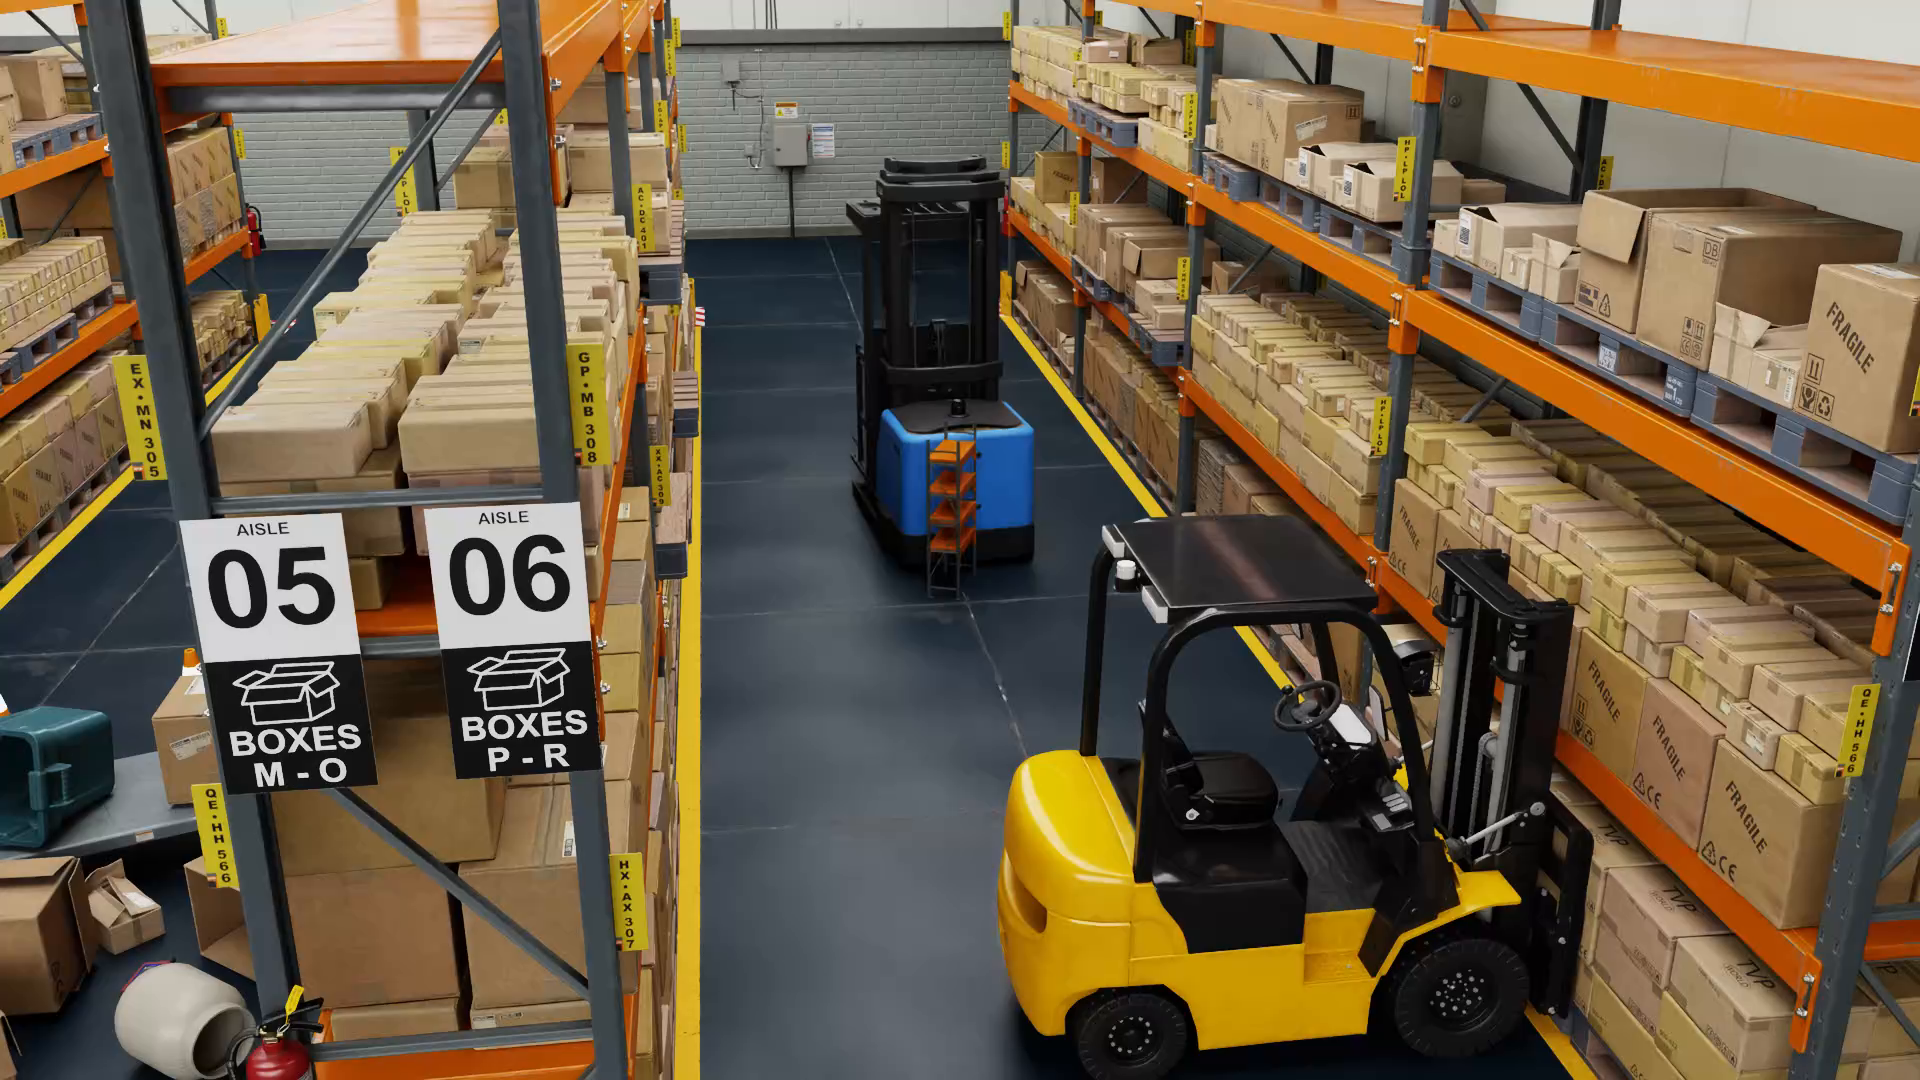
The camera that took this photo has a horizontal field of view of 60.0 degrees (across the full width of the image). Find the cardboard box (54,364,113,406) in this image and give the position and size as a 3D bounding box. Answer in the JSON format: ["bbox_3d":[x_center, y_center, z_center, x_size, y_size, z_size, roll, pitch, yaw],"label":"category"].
[{"bbox_3d":[-7.702,-1.331,14.394,0.500,0.250,0.500,-2,21,-5],"label":"cardboard box"}]

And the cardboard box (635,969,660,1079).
[{"bbox_3d":[-1.353,1.931,6.018,0.500,0.500,0.500,-4,21,-10],"label":"cardboard box"}]

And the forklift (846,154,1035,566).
[{"bbox_3d":[-0.290,-1.662,13.476,1.130,2.935,3.031,-5,21,-13],"label":"forklift"}]

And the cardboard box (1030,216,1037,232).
[{"bbox_3d":[1.011,-3.605,18.941,0.380,0.149,0.250,-4,21,-9],"label":"cardboard box"}]

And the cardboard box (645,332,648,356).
[{"bbox_3d":[-2.060,-1.131,9.863,0.380,0.149,0.250,-2,21,-5],"label":"cardboard box"}]

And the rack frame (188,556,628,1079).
[{"bbox_3d":[-1.507,1.492,4.934,1.000,3.000,0.127,-3,21,-8],"label":"rack frame"}]

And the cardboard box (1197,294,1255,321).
[{"bbox_3d":[2.006,-1.755,12.558,0.380,0.149,0.250,-2,21,-6],"label":"cardboard box"}]

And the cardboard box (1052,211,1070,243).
[{"bbox_3d":[1.273,-3.320,17.608,0.500,0.250,0.500,-3,21,-8],"label":"cardboard box"}]

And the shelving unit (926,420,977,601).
[{"bbox_3d":[-0.058,-0.217,12.083,0.258,1.200,0.503,5,21,13],"label":"shelving unit"}]

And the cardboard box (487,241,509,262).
[{"bbox_3d":[-2.291,-1.201,7.647,0.500,0.250,0.500,-3,21,-9],"label":"cardboard box"}]

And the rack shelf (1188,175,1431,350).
[{"bbox_3d":[2.540,-1.905,10.771,1.077,0.370,4.000,-3,21,-8],"label":"rack shelf"}]

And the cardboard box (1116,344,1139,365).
[{"bbox_3d":[1.680,-1.743,15.642,0.380,0.149,0.250,-3,21,-8],"label":"cardboard box"}]

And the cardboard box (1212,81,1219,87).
[{"bbox_3d":[2.230,-3.768,13.949,0.380,0.149,0.250,-3,21,-8],"label":"cardboard box"}]

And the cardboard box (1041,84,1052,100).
[{"bbox_3d":[1.080,-4.843,17.968,0.380,0.149,0.250,-2,21,-7],"label":"cardboard box"}]

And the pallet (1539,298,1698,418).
[{"bbox_3d":[3.149,-0.793,6.891,1.003,0.211,1.213,-3,21,-8],"label":"pallet"}]

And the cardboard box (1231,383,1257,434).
[{"bbox_3d":[2.222,-0.941,11.662,0.500,0.250,0.500,-4,21,-10],"label":"cardboard box"}]

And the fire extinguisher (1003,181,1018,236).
[{"bbox_3d":[0.620,-4.116,20.593,0.296,0.674,0.183,-3,21,-8],"label":"fire extinguisher"}]

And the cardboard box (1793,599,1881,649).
[{"bbox_3d":[3.490,0.354,6.487,0.380,0.149,0.250,-3,21,-7],"label":"cardboard box"}]

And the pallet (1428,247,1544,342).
[{"bbox_3d":[2.977,-1.214,8.019,1.003,0.211,1.213,-3,21,-8],"label":"pallet"}]

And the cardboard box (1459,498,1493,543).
[{"bbox_3d":[2.680,-0.104,8.138,0.380,0.149,0.250,-2,21,-7],"label":"cardboard box"}]

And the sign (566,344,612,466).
[{"bbox_3d":[-0.970,-0.350,4.330,0.100,0.325,0.005,-3,21,-8],"label":"sign"}]

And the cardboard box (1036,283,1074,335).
[{"bbox_3d":[1.155,-2.622,18.923,0.500,0.500,0.500,-3,21,-7],"label":"cardboard box"}]

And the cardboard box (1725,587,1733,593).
[{"bbox_3d":[3.414,0.227,7.250,0.380,0.149,0.250,-3,21,-8],"label":"cardboard box"}]

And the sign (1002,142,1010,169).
[{"bbox_3d":[0.561,-4.677,20.215,0.100,0.325,0.005,-3,21,-8],"label":"sign"}]

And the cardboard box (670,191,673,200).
[{"bbox_3d":[-2.842,-2.857,15.007,0.500,0.500,0.500,-3,21,-7],"label":"cardboard box"}]

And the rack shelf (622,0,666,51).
[{"bbox_3d":[-2.948,-4.256,13.350,1.077,0.370,4.000,-3,21,-8],"label":"rack shelf"}]

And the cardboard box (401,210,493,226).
[{"bbox_3d":[-2.361,-1.428,7.686,0.380,0.149,0.250,-3,21,-9],"label":"cardboard box"}]

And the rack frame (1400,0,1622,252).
[{"bbox_3d":[2.828,-2.955,8.266,1.000,3.000,0.127,-3,21,-8],"label":"rack frame"}]

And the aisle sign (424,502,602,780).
[{"bbox_3d":[-1.191,0.280,4.464,0.394,0.787,0.004,-3,21,-8],"label":"aisle sign"}]

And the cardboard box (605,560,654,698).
[{"bbox_3d":[-1.613,0.420,7.238,0.500,0.500,0.500,-2,21,-6],"label":"cardboard box"}]

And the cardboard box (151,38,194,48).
[{"bbox_3d":[-8.236,-5.153,17.370,0.380,0.149,0.250,-3,21,-7],"label":"cardboard box"}]

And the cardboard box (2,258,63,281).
[{"bbox_3d":[-7.724,-2.248,13.856,0.380,0.149,0.250,-4,21,-10],"label":"cardboard box"}]

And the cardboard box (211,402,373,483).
[{"bbox_3d":[-1.848,-0.271,4.587,0.380,0.149,0.250,-3,21,-7],"label":"cardboard box"}]

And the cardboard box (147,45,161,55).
[{"bbox_3d":[-8.115,-4.794,16.408,0.380,0.149,0.250,-4,21,-9],"label":"cardboard box"}]

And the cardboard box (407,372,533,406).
[{"bbox_3d":[-1.408,-0.389,4.902,0.380,0.149,0.250,-3,21,-8],"label":"cardboard box"}]

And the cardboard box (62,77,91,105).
[{"bbox_3d":[-7.952,-4.126,15.189,0.500,0.250,0.500,-2,21,-6],"label":"cardboard box"}]

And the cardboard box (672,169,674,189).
[{"bbox_3d":[-3.065,-3.355,16.340,0.500,0.500,0.500,-3,21,-7],"label":"cardboard box"}]

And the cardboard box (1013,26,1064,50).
[{"bbox_3d":[0.914,-5.841,19.357,0.500,0.250,0.500,-3,21,-8],"label":"cardboard box"}]

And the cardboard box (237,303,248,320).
[{"bbox_3d":[-8.338,-2.595,18.927,0.380,0.149,0.250,-3,21,-9],"label":"cardboard box"}]

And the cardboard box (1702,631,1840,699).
[{"bbox_3d":[3.014,0.464,6.192,0.380,0.149,0.250,-2,21,-7],"label":"cardboard box"}]

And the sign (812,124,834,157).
[{"bbox_3d":[-2.090,-6.106,25.414,0.329,0.494,0.001,-3,21,-8],"label":"sign"}]

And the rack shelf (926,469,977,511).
[{"bbox_3d":[-0.058,-0.364,12.029,0.258,0.148,0.480,5,21,13],"label":"rack shelf"}]

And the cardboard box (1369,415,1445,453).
[{"bbox_3d":[2.559,-0.602,9.472,0.380,0.149,0.250,-2,21,-6],"label":"cardboard box"}]

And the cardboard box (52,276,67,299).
[{"bbox_3d":[-7.715,-2.107,13.904,0.380,0.149,0.250,-4,21,-11],"label":"cardboard box"}]

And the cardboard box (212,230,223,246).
[{"bbox_3d":[-8.260,-3.285,18.085,0.380,0.149,0.250,-2,21,-6],"label":"cardboard box"}]

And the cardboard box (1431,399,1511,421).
[{"bbox_3d":[3.003,-0.723,9.796,0.380,0.149,0.250,-4,21,-10],"label":"cardboard box"}]

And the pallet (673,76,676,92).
[{"bbox_3d":[-3.696,-5.155,18.571,1.003,0.211,1.213,-3,21,-8],"label":"pallet"}]

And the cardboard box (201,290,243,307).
[{"bbox_3d":[-8.370,-2.732,18.869,0.380,0.149,0.250,-3,21,-7],"label":"cardboard box"}]

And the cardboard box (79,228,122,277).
[{"bbox_3d":[-7.942,-2.748,15.720,0.500,0.500,0.500,-3,21,-9],"label":"cardboard box"}]

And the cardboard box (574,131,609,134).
[{"bbox_3d":[-2.533,-2.401,10.928,0.700,0.500,0.500,-3,21,-8],"label":"cardboard box"}]

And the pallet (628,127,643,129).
[{"bbox_3d":[-2.969,-3.202,13.484,1.003,0.211,1.213,-2,21,-5],"label":"pallet"}]

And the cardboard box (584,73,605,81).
[{"bbox_3d":[-2.991,-3.260,12.627,0.700,0.500,0.500,-4,21,-10],"label":"cardboard box"}]

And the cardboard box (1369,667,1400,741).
[{"bbox_3d":[2.592,0.896,9.146,0.500,0.250,0.500,-3,21,-8],"label":"cardboard box"}]

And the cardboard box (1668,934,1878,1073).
[{"bbox_3d":[3.030,1.720,6.225,0.500,0.250,0.500,-2,21,-6],"label":"cardboard box"}]

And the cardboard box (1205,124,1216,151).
[{"bbox_3d":[2.001,-2.933,12.085,0.380,0.166,0.250,-3,21,-8],"label":"cardboard box"}]

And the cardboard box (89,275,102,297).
[{"bbox_3d":[-7.829,-2.240,14.684,0.380,0.149,0.250,-3,21,-7],"label":"cardboard box"}]

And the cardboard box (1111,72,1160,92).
[{"bbox_3d":[1.538,-4.017,14.587,0.380,0.149,0.250,-3,21,-7],"label":"cardboard box"}]

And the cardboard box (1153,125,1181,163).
[{"bbox_3d":[1.864,-3.204,13.434,0.500,0.250,0.500,-3,21,-8],"label":"cardboard box"}]
